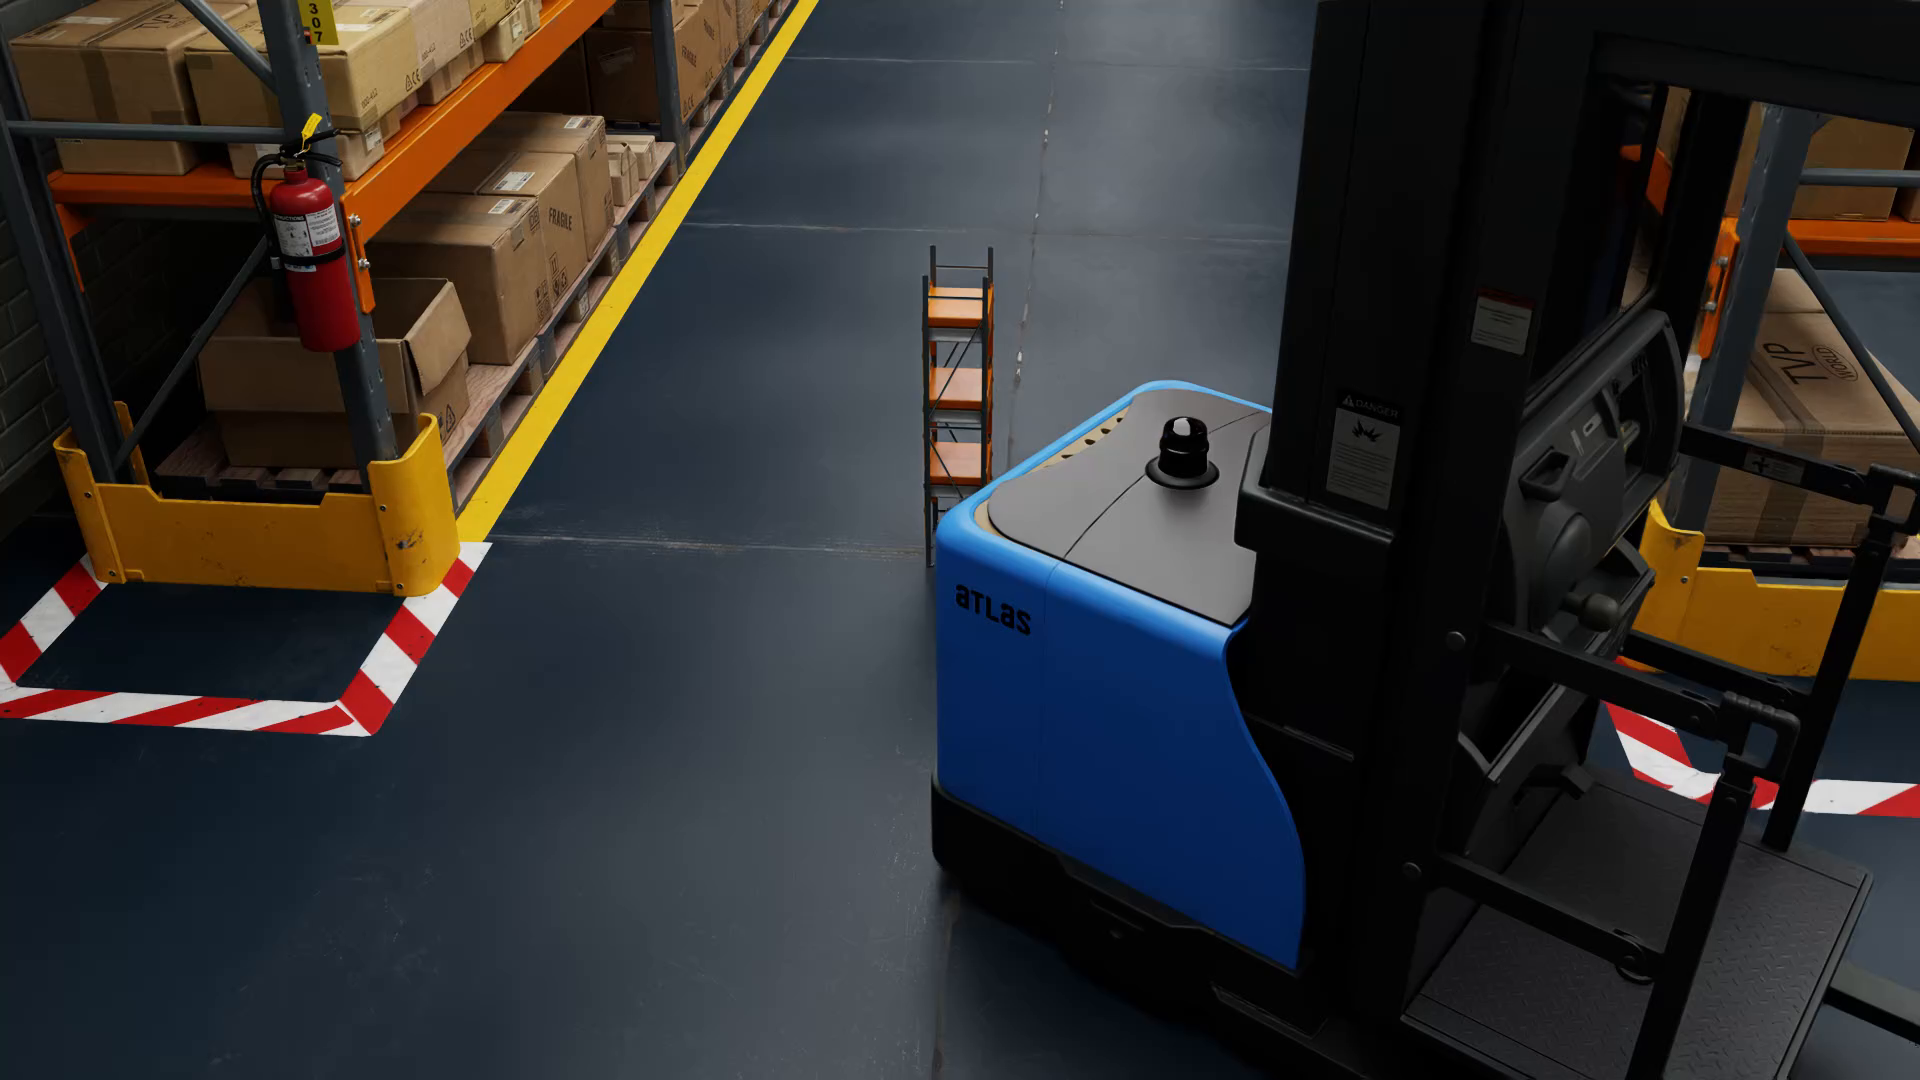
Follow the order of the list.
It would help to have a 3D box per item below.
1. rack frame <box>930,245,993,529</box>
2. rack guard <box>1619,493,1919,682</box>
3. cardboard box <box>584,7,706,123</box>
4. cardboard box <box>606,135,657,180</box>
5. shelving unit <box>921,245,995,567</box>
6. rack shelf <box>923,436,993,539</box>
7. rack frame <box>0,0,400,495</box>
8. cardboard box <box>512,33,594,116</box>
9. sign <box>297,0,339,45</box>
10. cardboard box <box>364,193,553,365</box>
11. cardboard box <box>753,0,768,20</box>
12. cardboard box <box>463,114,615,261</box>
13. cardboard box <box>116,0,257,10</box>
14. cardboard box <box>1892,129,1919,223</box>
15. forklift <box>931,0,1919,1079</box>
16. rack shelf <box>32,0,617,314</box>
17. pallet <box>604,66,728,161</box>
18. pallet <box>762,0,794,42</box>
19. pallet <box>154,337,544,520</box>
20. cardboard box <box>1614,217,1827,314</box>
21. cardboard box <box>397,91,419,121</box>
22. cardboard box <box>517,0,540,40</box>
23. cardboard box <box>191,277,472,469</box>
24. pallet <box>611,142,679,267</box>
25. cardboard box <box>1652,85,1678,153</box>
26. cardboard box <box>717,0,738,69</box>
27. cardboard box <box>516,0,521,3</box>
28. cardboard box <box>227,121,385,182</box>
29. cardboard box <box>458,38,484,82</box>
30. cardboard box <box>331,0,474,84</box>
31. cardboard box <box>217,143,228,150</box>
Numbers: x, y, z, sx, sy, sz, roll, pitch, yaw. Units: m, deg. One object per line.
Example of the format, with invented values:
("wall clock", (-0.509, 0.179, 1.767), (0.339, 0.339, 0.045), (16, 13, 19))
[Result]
("rack frame", (0.006, -0.483, 5.533), (0.200, 1.050, 0.008), (2, 32, 4))
("rack guard", (2.640, 0.124, 5.072), (1.175, 0.500, 0.348), (2, 32, 4))
("cardboard box", (-1.716, -2.612, 9.112), (0.500, 0.500, 0.500), (4, 32, 6))
("cardboard box", (-1.733, -1.915, 8.316), (0.380, 0.149, 0.250), (2, 32, 2))
("shelving unit", (-0.004, -0.419, 5.429), (0.215, 1.050, 0.252), (2, 32, 4))
("rack shelf", (-0.004, -0.173, 5.581), (0.215, 0.259, 0.240), (2, 32, 4))
("rack frame", (-2.306, -1.163, 4.777), (1.000, 3.000, 0.127), (2, 32, 4))
("cardboard box", (-2.235, -2.638, 9.154), (0.500, 0.500, 0.500), (2, 32, 4))
("sign", (-1.765, -1.508, 4.513), (0.100, 0.325, 0.005), (2, 32, 4))
("cardboard box", (-2.053, -1.038, 6.558), (0.700, 0.500, 0.500), (4, 32, 6))
("cardboard box", (-1.566, -3.695, 10.869), (0.500, 0.500, 0.500), (4, 32, 6))
("cardboard box", (-1.969, -1.581, 7.439), (0.700, 0.500, 0.500), (1, 32, 2))
("cardboard box", (-2.490, -1.747, 5.585), (0.500, 0.250, 0.500), (3, 32, 4))
("cardboard box", (2.967, -1.234, 4.798), (0.500, 0.500, 0.500), (2, 32, 4))
("forklift", (1.402, -0.107, 3.130), (3.031, 2.935, 1.130), (22, 38, 31))
("rack shelf", (-2.143, -1.902, 6.663), (1.077, 0.370, 4.000), (2, 32, 4))
("pallet", (-1.952, -2.494, 9.596), (1.003, 0.211, 1.213), (2, 32, 4))
("pallet", (-1.753, -3.770, 11.666), (1.003, 0.211, 1.213), (2, 32, 4))
("pallet", (-2.236, -0.432, 6.250), (1.003, 0.211, 1.213), (2, 32, 4))
("cardboard box", (2.662, -0.869, 6.343), (0.875, 0.438, 0.875), (3, 32, 5))
("cardboard box", (-2.044, -1.490, 5.548), (0.380, 0.149, 0.250), (2, 32, 3))
("cardboard box", (-1.850, -2.026, 6.418), (0.380, 0.149, 0.250), (3, 32, 5))
("cardboard box", (-2.161, -0.594, 5.835), (0.797, 0.503, 0.637), (1, 32, 2))
("pallet", (-2.037, -1.708, 8.320), (1.003, 0.211, 1.213), (2, 32, 4))
("cardboard box", (2.473, -1.520, 5.263), (0.500, 0.500, 0.500), (2, 32, 3))
("cardboard box", (-1.638, -3.152, 9.988), (0.500, 0.500, 0.500), (2, 32, 3))
("cardboard box", (-1.901, -2.248, 6.399), (0.500, 0.250, 0.500), (2, 32, 3))
("cardboard box", (-2.006, -1.216, 5.103), (0.380, 0.149, 0.250), (2, 32, 4))
("cardboard box", (-1.947, -1.758, 5.984), (0.380, 0.149, 0.250), (3, 32, 5))
("cardboard box", (-1.959, -1.715, 5.533), (0.500, 0.250, 0.500), (3, 32, 5))
("cardboard box", (-2.464, -1.370, 5.354), (0.380, 0.149, 0.250), (3, 32, 5))
